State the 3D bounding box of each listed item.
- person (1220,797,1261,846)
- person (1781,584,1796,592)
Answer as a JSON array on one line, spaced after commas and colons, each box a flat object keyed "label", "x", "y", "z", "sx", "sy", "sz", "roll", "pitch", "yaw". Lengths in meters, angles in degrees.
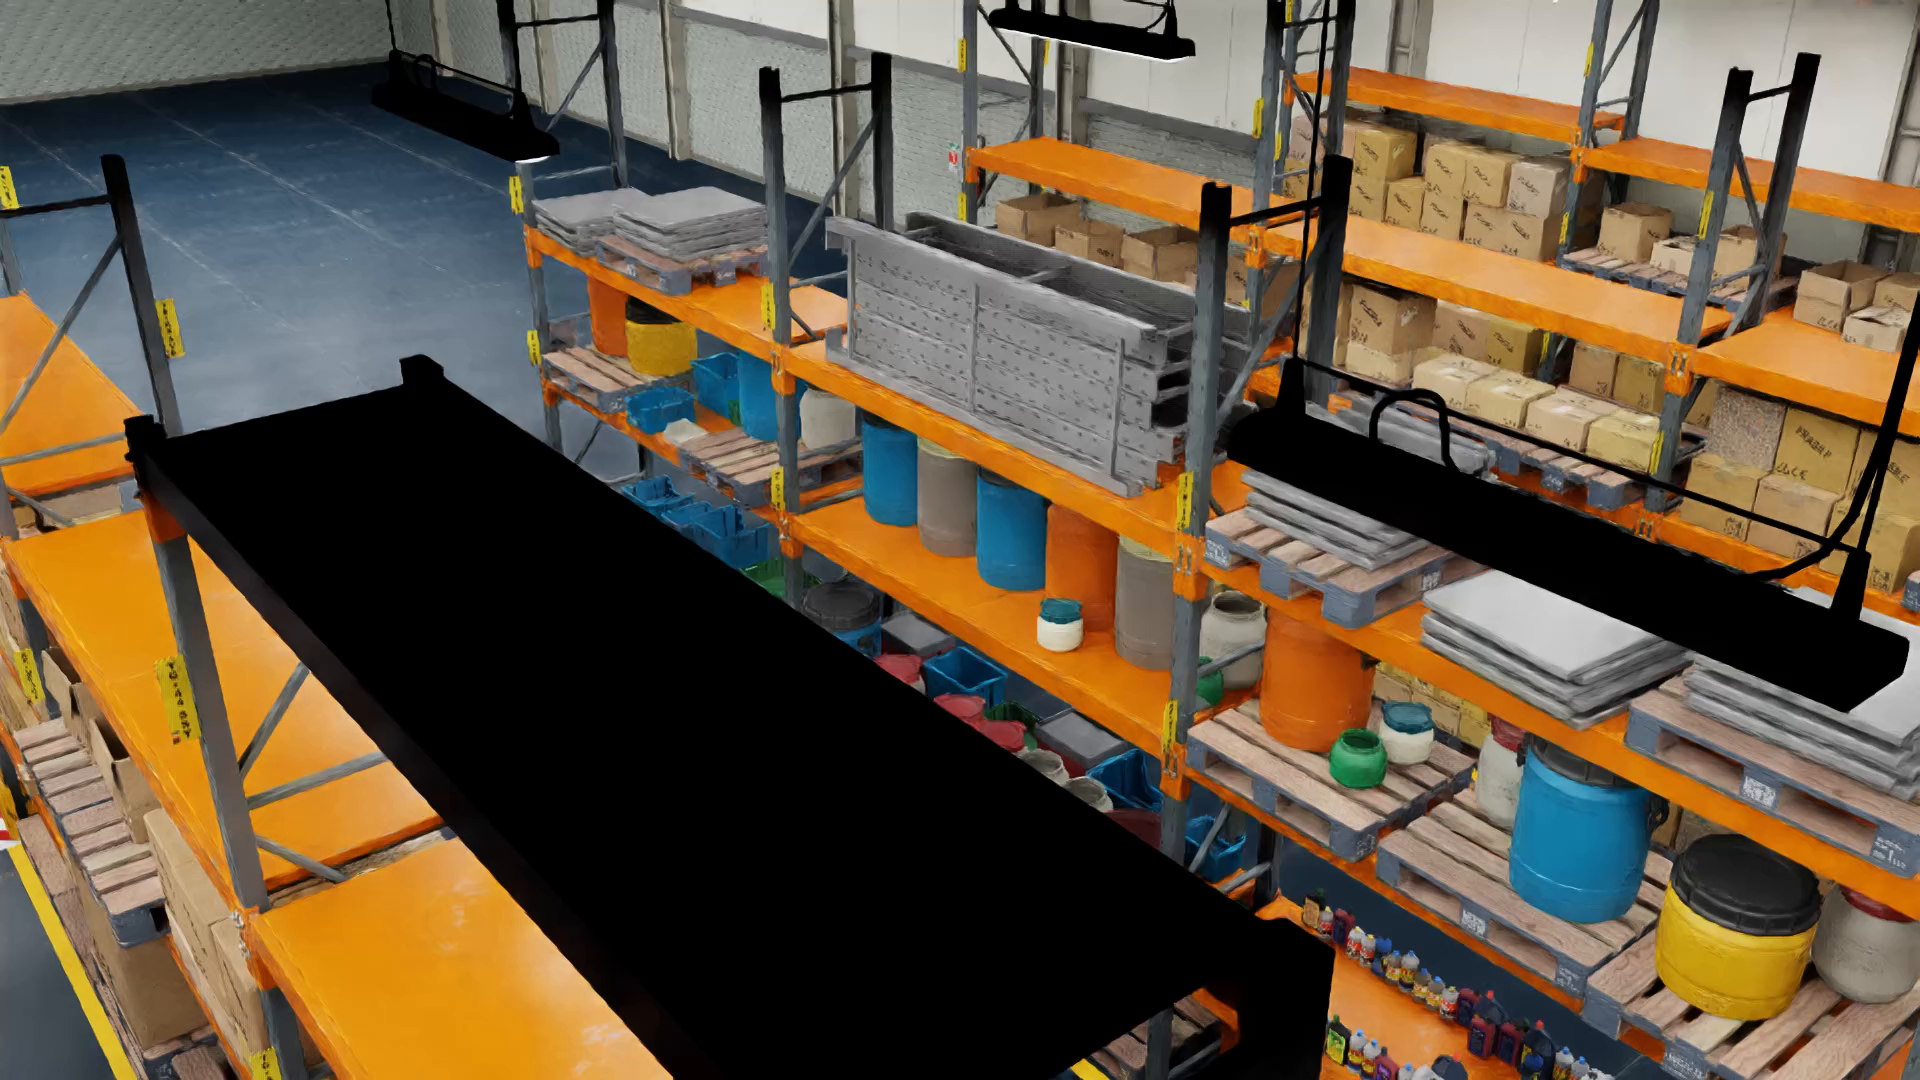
[{"label": "person", "x": 2.182, "y": 1.915, "z": 12.383, "sx": 0.526, "sy": 1.666, "sz": 0.443, "roll": 9, "pitch": 27, "yaw": 18}, {"label": "person", "x": 6.895, "y": 1.081, "z": 14.001, "sx": 0.501, "sy": 1.758, "sz": 0.588, "roll": -4, "pitch": 26, "yaw": -9}]
